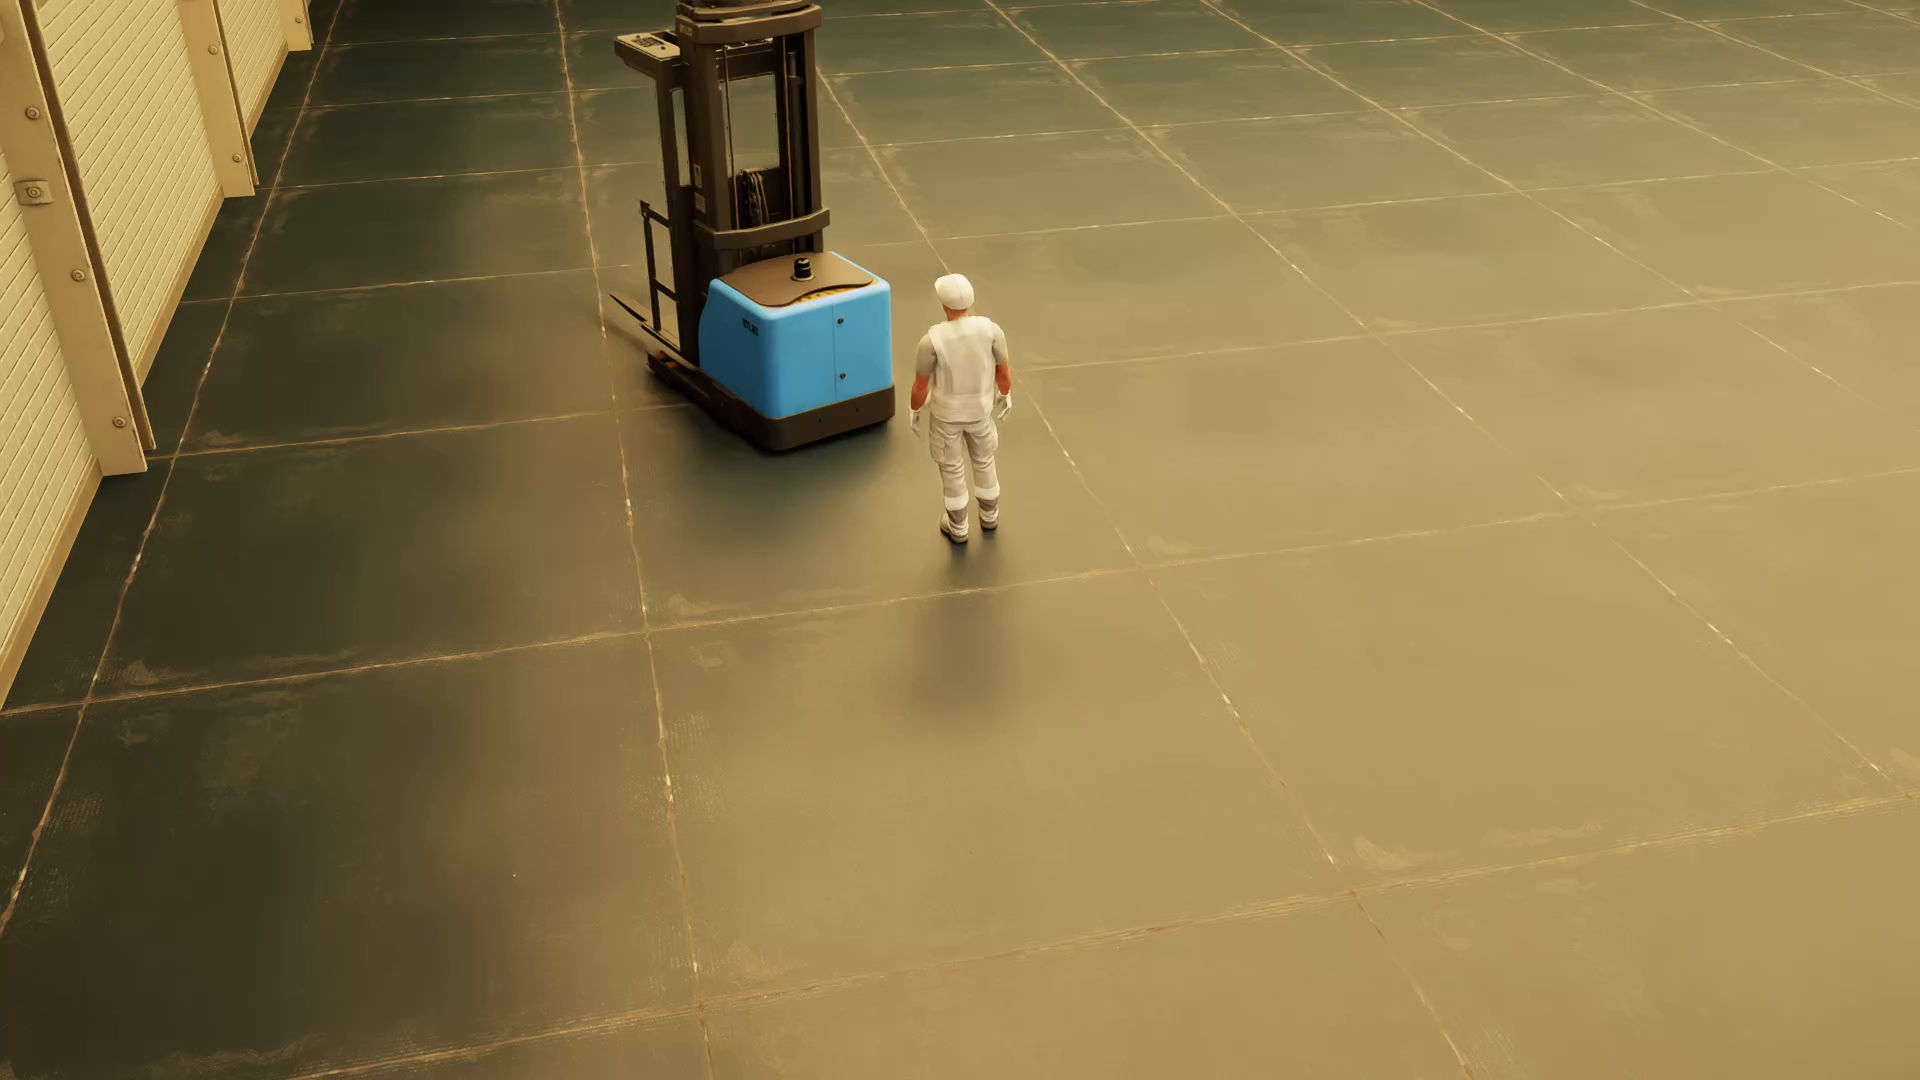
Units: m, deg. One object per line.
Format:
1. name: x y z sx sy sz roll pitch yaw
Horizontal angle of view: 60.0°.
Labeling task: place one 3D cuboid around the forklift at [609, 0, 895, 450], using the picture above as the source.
1. forklift: -1.718 -2.572 12.017 1.130 2.935 3.031 -19 35 -30

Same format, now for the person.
1. person: -0.007 -0.822 10.118 0.637 1.790 0.562 -7 31 -12
